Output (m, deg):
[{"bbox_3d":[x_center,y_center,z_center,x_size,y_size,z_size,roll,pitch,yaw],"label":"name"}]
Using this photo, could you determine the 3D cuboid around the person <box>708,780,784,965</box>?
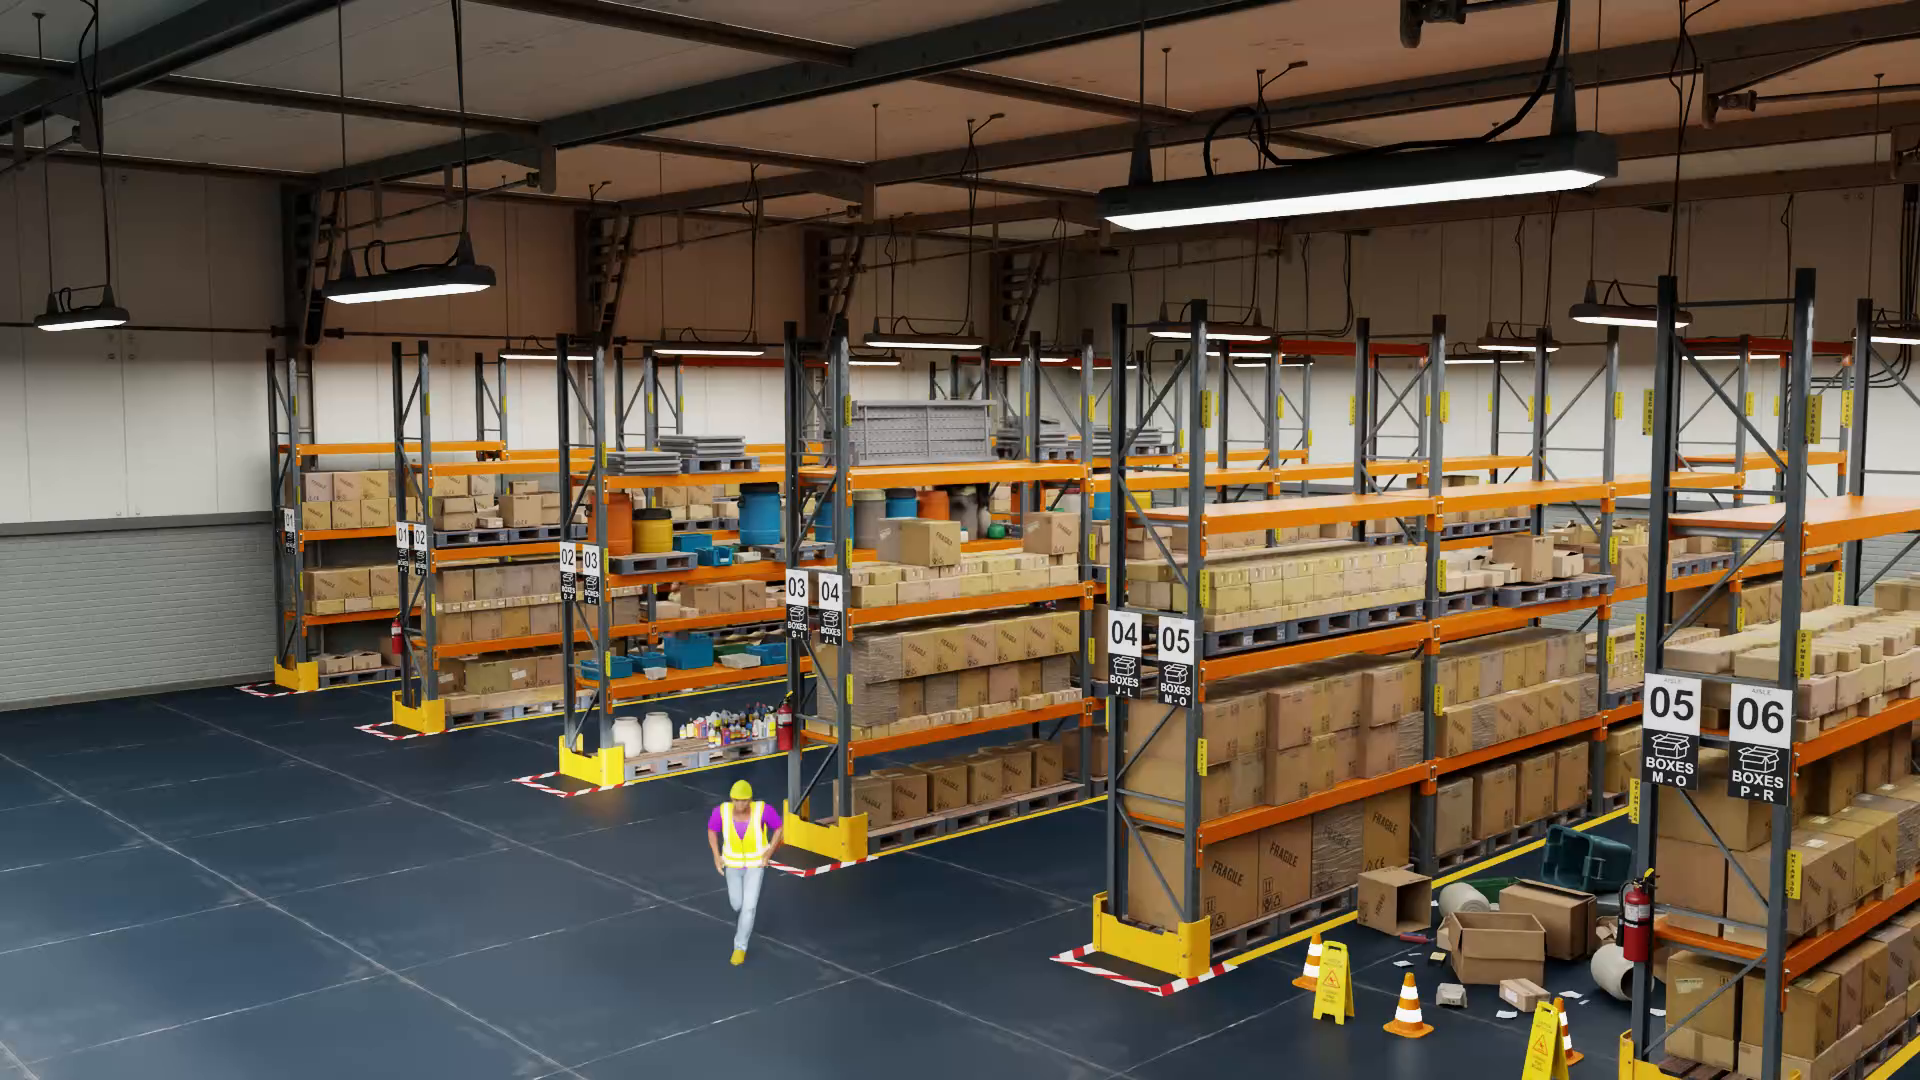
[{"bbox_3d":[-1.981,3.010,15.434,0.701,1.708,0.945,0,5,-5],"label":"person"}]

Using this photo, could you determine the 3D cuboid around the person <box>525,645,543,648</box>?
[{"bbox_3d":[-7.467,1.841,28.848,0.555,1.647,0.660,4,6,36],"label":"person"}]

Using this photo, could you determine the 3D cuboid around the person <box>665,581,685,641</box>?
[{"bbox_3d":[-5.478,1.566,32.188,0.588,1.628,0.758,3,6,34],"label":"person"}]
